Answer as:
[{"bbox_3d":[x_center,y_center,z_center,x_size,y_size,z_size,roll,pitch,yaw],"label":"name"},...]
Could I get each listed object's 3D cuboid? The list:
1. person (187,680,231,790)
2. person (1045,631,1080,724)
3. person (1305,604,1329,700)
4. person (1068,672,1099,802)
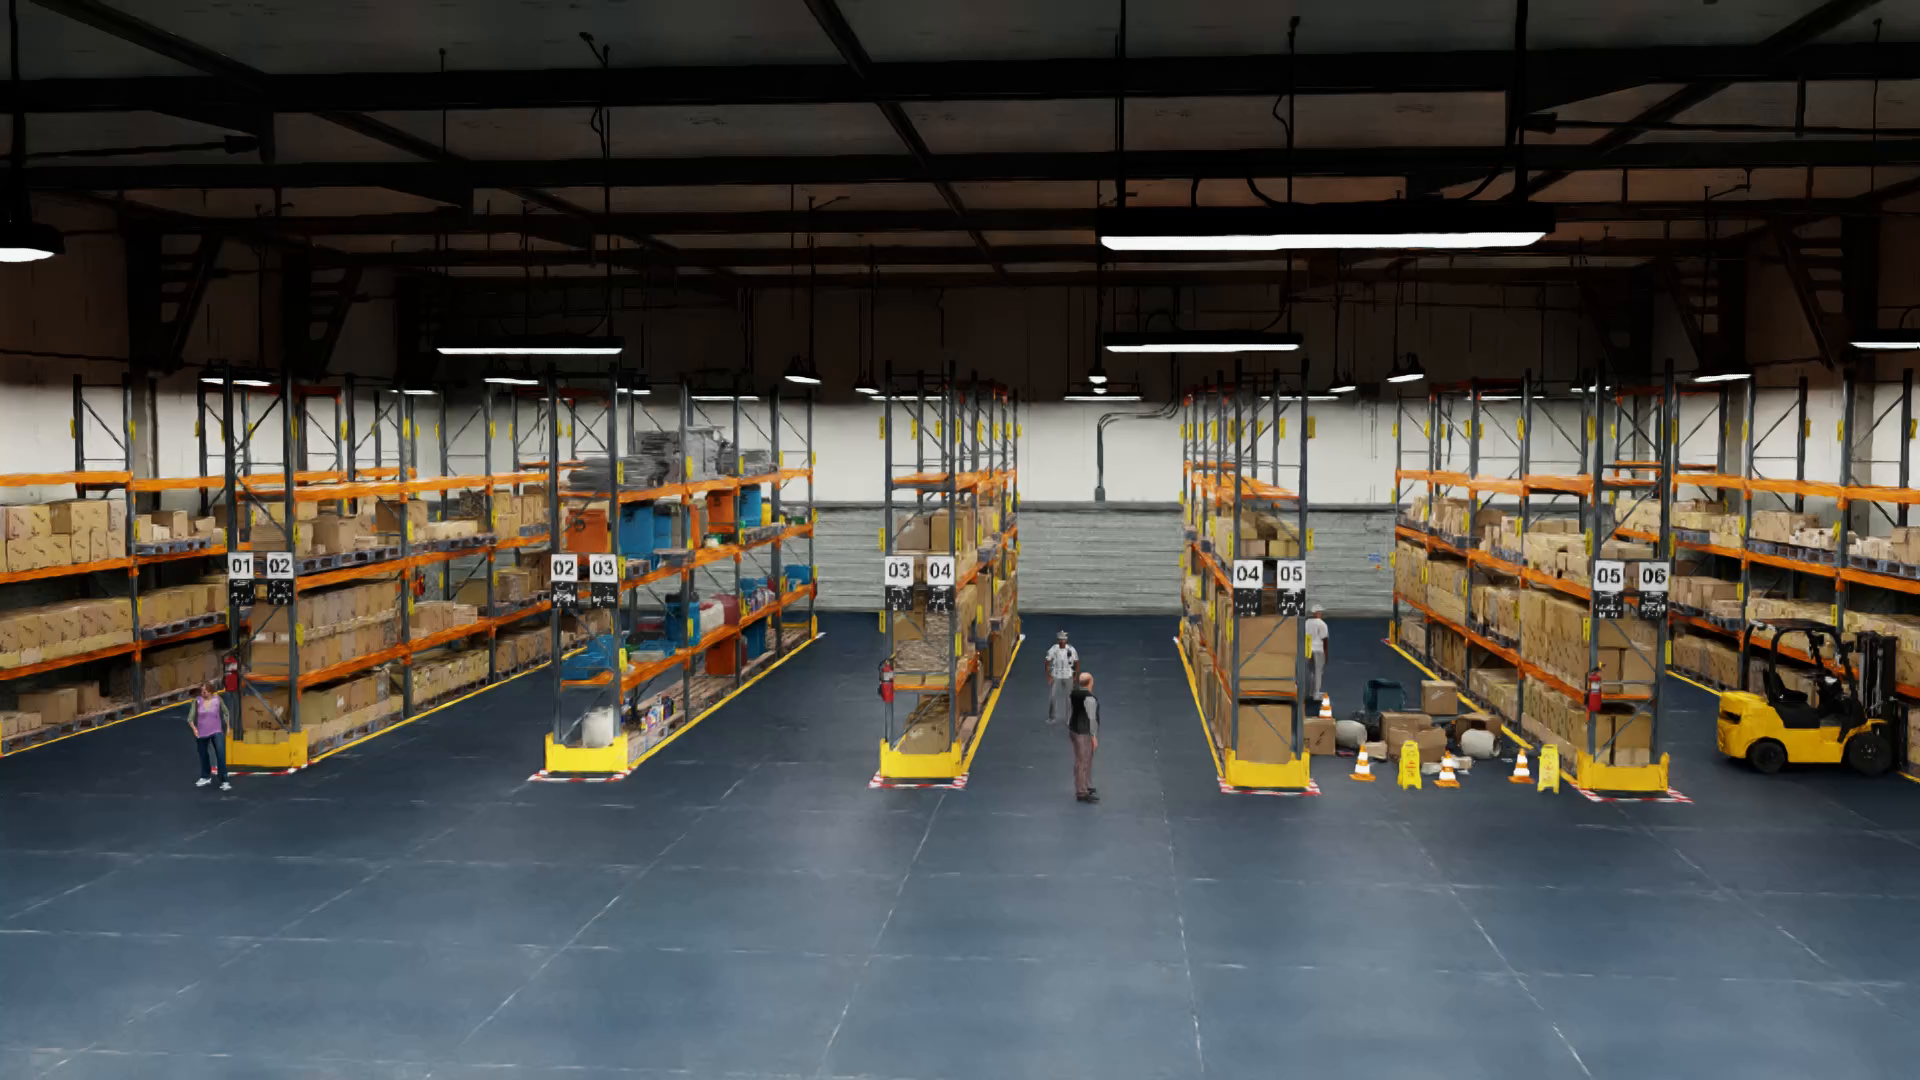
[{"bbox_3d":[-10.461,2.700,23.226,0.567,1.530,0.769,-1,4,-15],"label":"person"},{"bbox_3d":[1.739,2.334,28.312,0.592,1.629,0.532,0,4,4],"label":"person"},{"bbox_3d":[6.665,2.067,30.925,0.446,1.766,0.628,-2,4,-26],"label":"person"},{"bbox_3d":[1.726,2.642,22.530,0.463,1.732,0.601,-2,4,-25],"label":"person"}]
